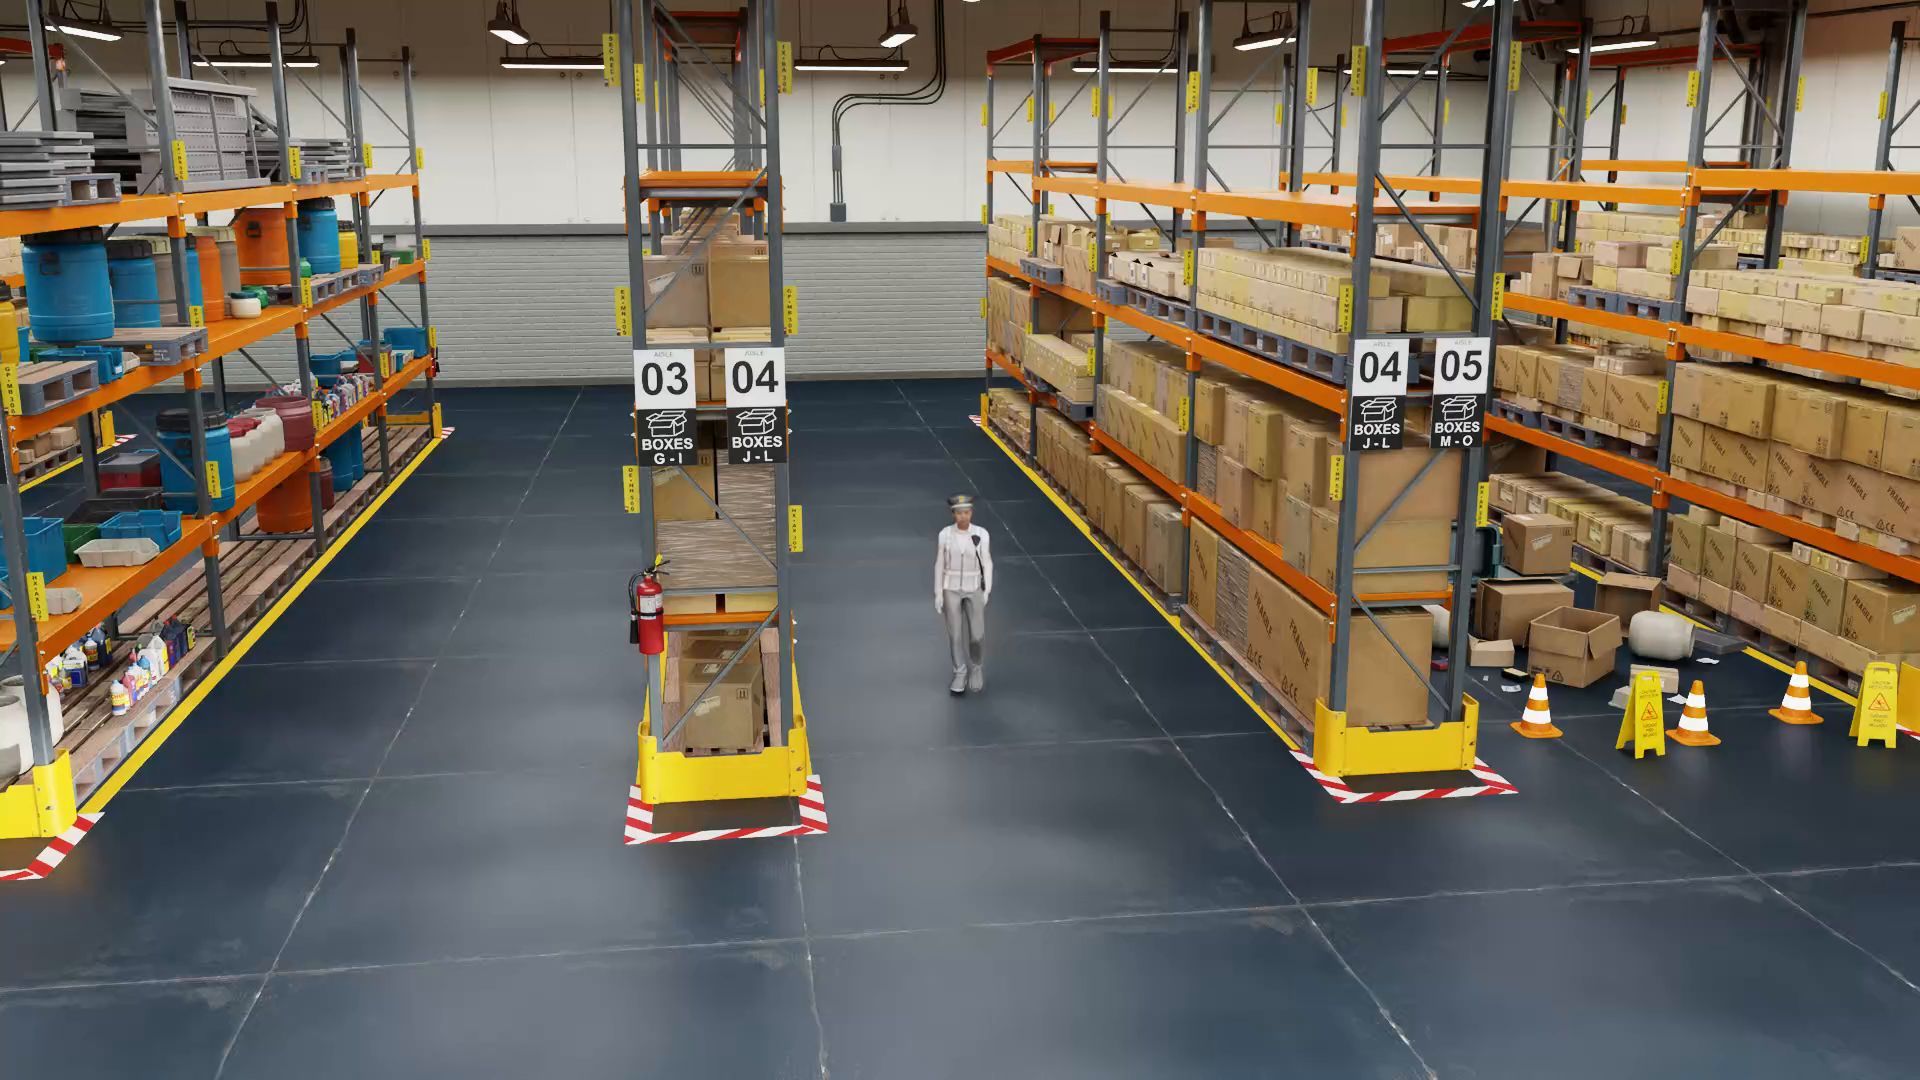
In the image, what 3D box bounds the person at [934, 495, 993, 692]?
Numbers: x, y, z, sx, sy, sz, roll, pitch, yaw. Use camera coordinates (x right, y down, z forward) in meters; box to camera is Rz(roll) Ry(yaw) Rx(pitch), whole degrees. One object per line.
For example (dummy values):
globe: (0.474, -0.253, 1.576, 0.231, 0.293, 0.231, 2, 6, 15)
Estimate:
person: (0.023, 0.454, 13.929, 0.484, 1.700, 0.436, 1, 13, 5)
